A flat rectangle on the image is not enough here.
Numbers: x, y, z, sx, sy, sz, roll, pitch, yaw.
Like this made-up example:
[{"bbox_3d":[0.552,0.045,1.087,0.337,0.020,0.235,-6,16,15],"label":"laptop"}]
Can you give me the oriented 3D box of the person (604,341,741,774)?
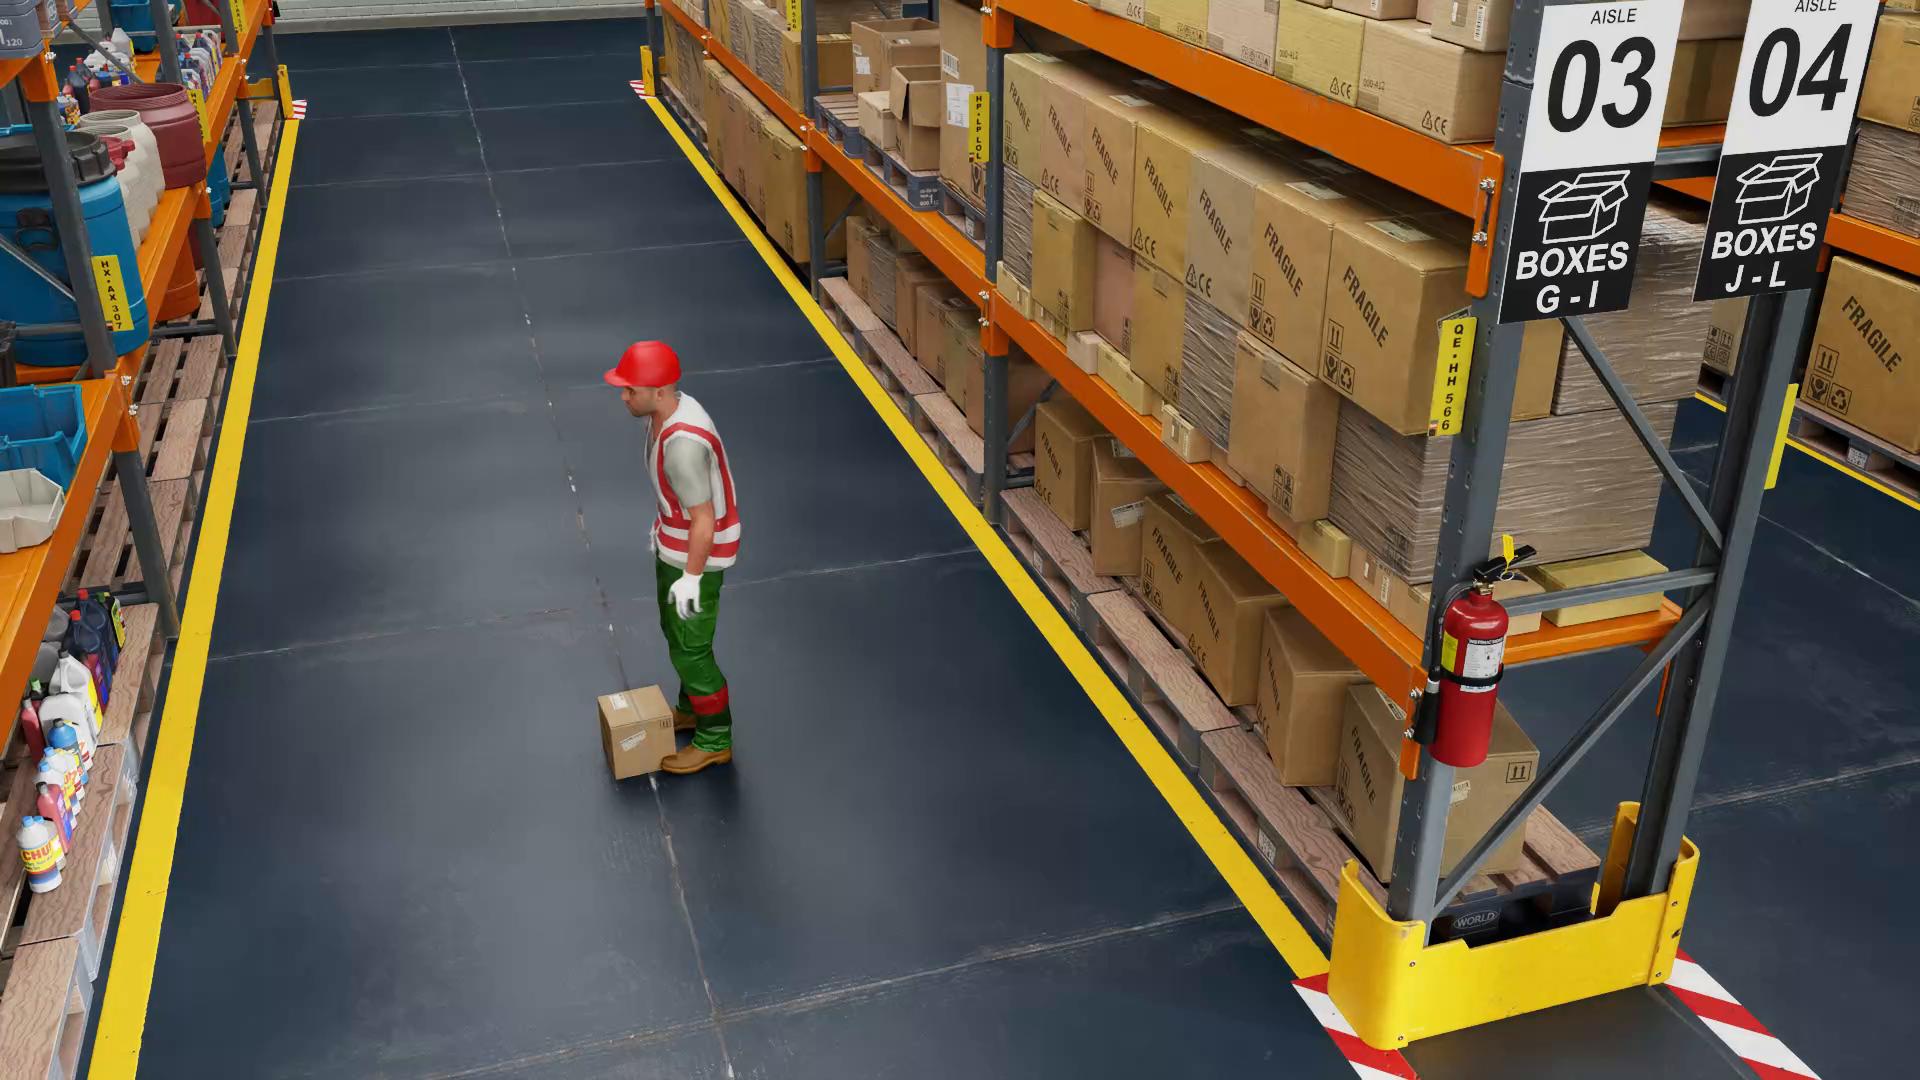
[{"bbox_3d":[-1.090,0.059,6.478,0.453,1.778,0.604,-8,27,-16],"label":"person"}]
